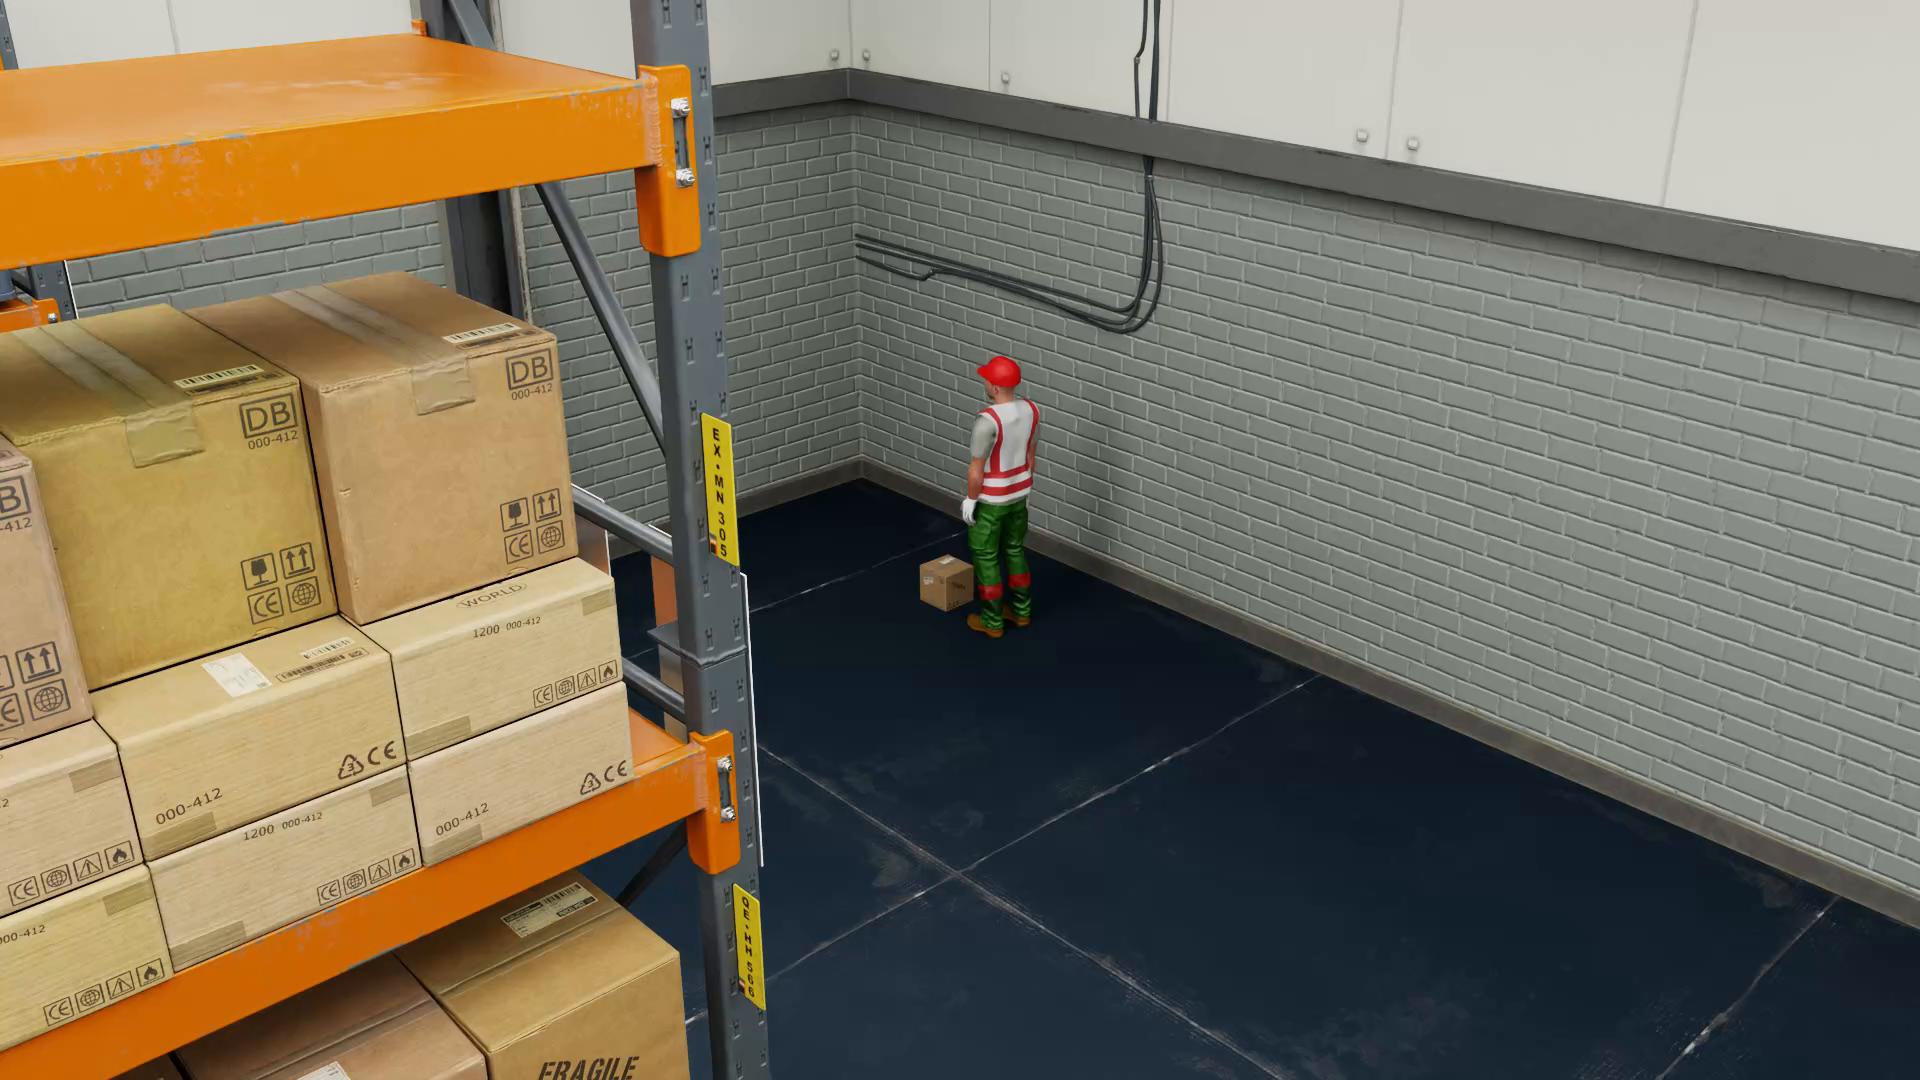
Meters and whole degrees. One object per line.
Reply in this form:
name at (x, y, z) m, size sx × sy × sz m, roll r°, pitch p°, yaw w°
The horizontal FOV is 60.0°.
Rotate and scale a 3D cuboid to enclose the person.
person at (0.241, -0.272, 10.183) m, size 0.524 × 1.785 × 0.338 m, roll -20°, pitch 31°, yaw -38°
